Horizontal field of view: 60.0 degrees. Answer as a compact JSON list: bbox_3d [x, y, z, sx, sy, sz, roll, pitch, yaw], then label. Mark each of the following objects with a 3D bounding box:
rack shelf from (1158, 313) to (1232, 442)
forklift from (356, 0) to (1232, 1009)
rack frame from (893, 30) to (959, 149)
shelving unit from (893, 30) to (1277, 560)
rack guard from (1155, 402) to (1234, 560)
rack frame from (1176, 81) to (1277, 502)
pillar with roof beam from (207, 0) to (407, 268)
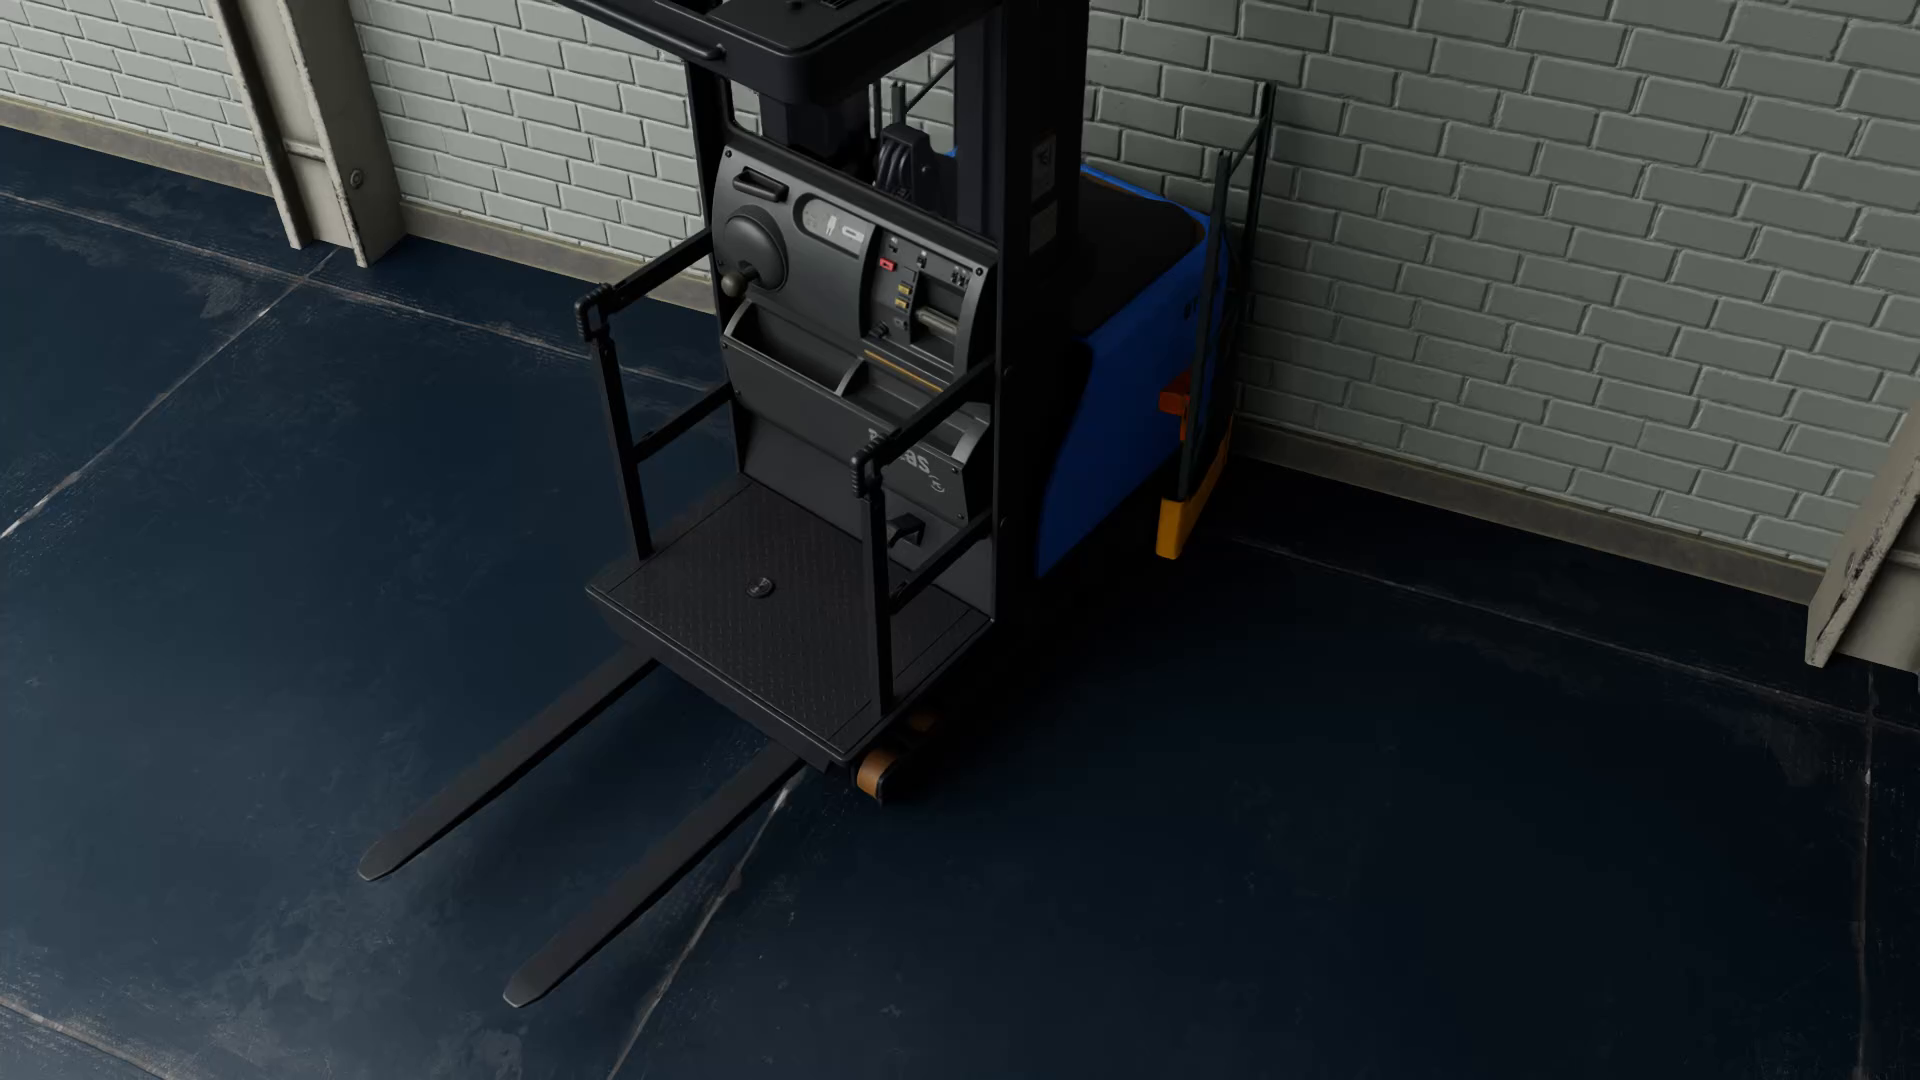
[{"bbox_3d":[0.372,-0.678,5.622,1.000,0.185,0.538,17,44,17],"label":"rack shelf"},{"bbox_3d":[-0.441,-0.667,4.342,1.130,2.935,3.031,29,52,26],"label":"forklift"},{"bbox_3d":[-0.091,-0.952,5.654,0.032,1.500,0.500,17,44,17],"label":"rack frame"},{"bbox_3d":[0.365,-0.815,5.505,1.083,1.500,0.587,17,44,17],"label":"shelving unit"},{"bbox_3d":[0.816,-0.212,5.772,0.087,0.250,0.587,17,44,17],"label":"rack guard"},{"bbox_3d":[0.838,-0.672,5.349,0.032,1.500,0.500,17,44,17],"label":"rack frame"},{"bbox_3d":[-4.232,-1.667,1.046,0.400,9.000,9.100,16,47,16],"label":"pillar with roof beam"}]
